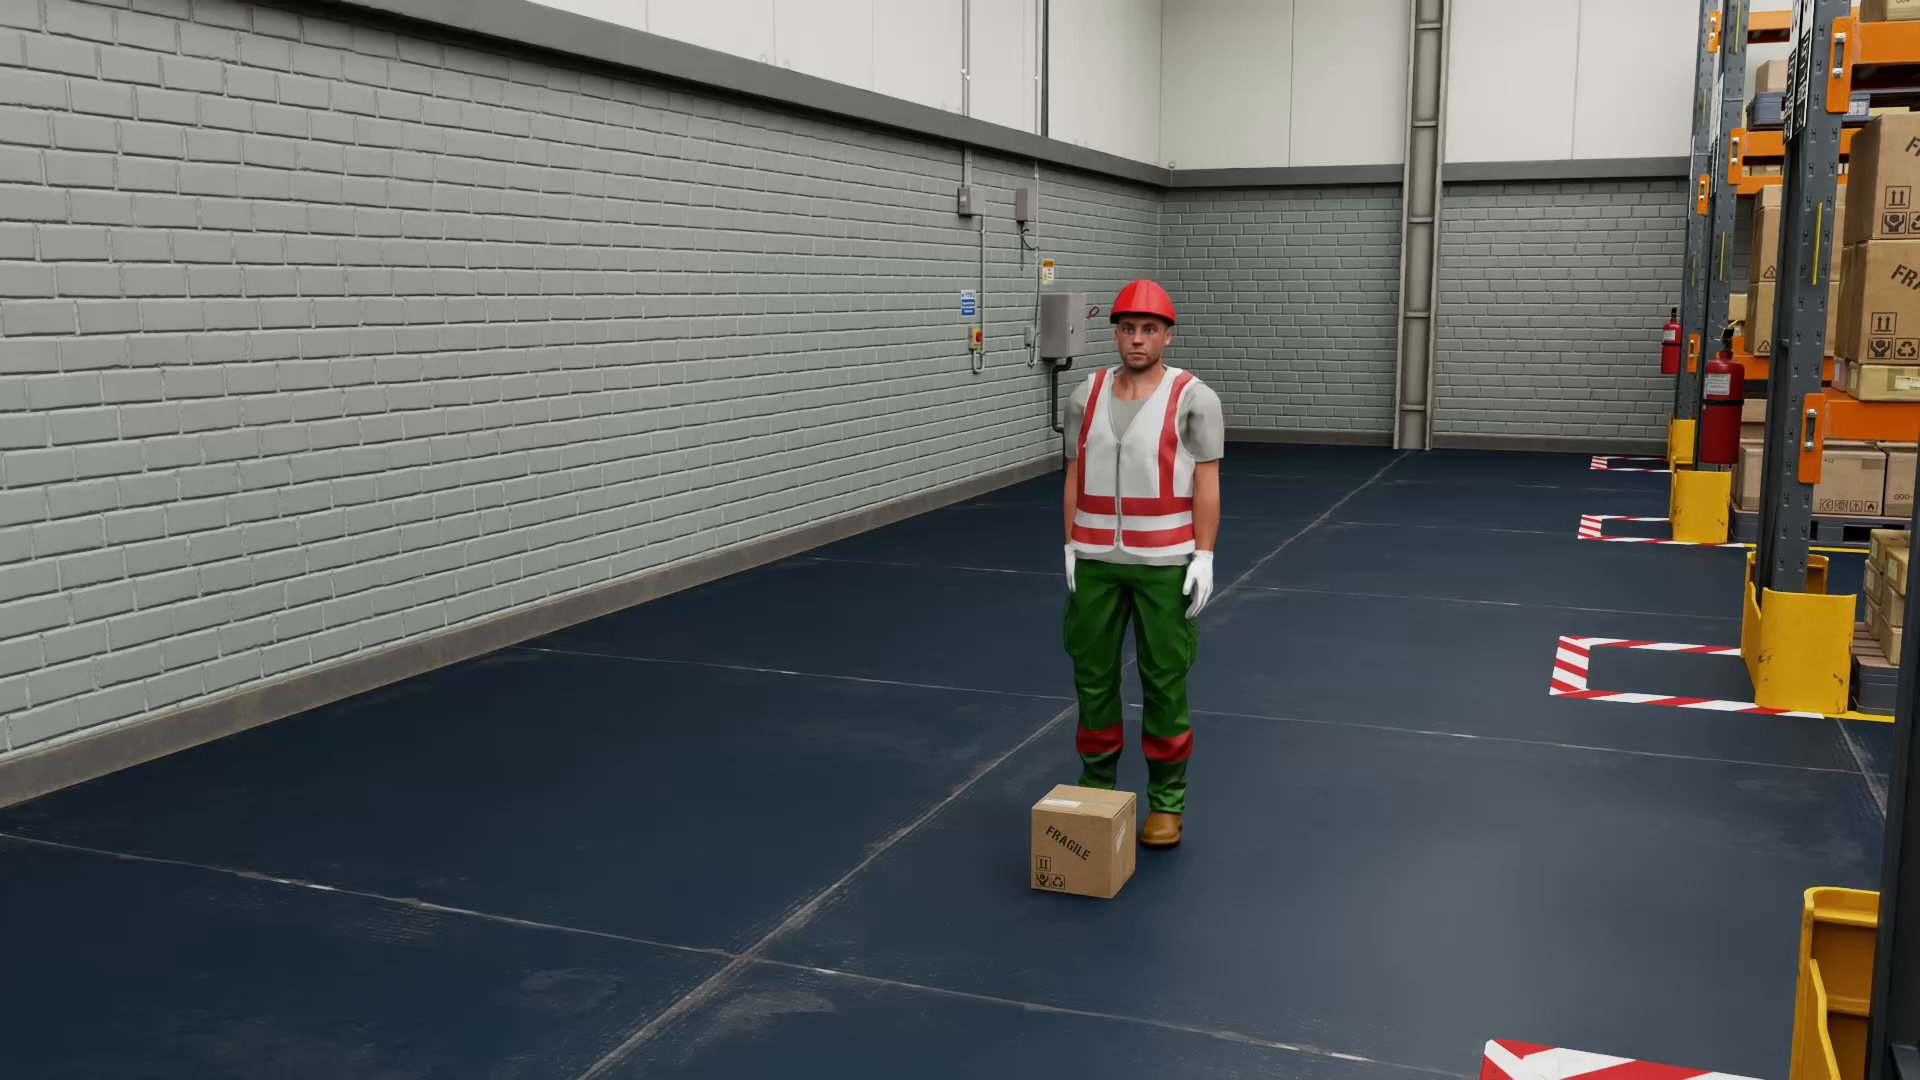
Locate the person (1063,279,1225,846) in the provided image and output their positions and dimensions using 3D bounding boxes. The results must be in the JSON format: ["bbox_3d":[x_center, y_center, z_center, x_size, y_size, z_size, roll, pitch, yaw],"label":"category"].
[{"bbox_3d":[0.562,0.071,5.298,0.524,1.786,0.337,4,9,22],"label":"person"}]
